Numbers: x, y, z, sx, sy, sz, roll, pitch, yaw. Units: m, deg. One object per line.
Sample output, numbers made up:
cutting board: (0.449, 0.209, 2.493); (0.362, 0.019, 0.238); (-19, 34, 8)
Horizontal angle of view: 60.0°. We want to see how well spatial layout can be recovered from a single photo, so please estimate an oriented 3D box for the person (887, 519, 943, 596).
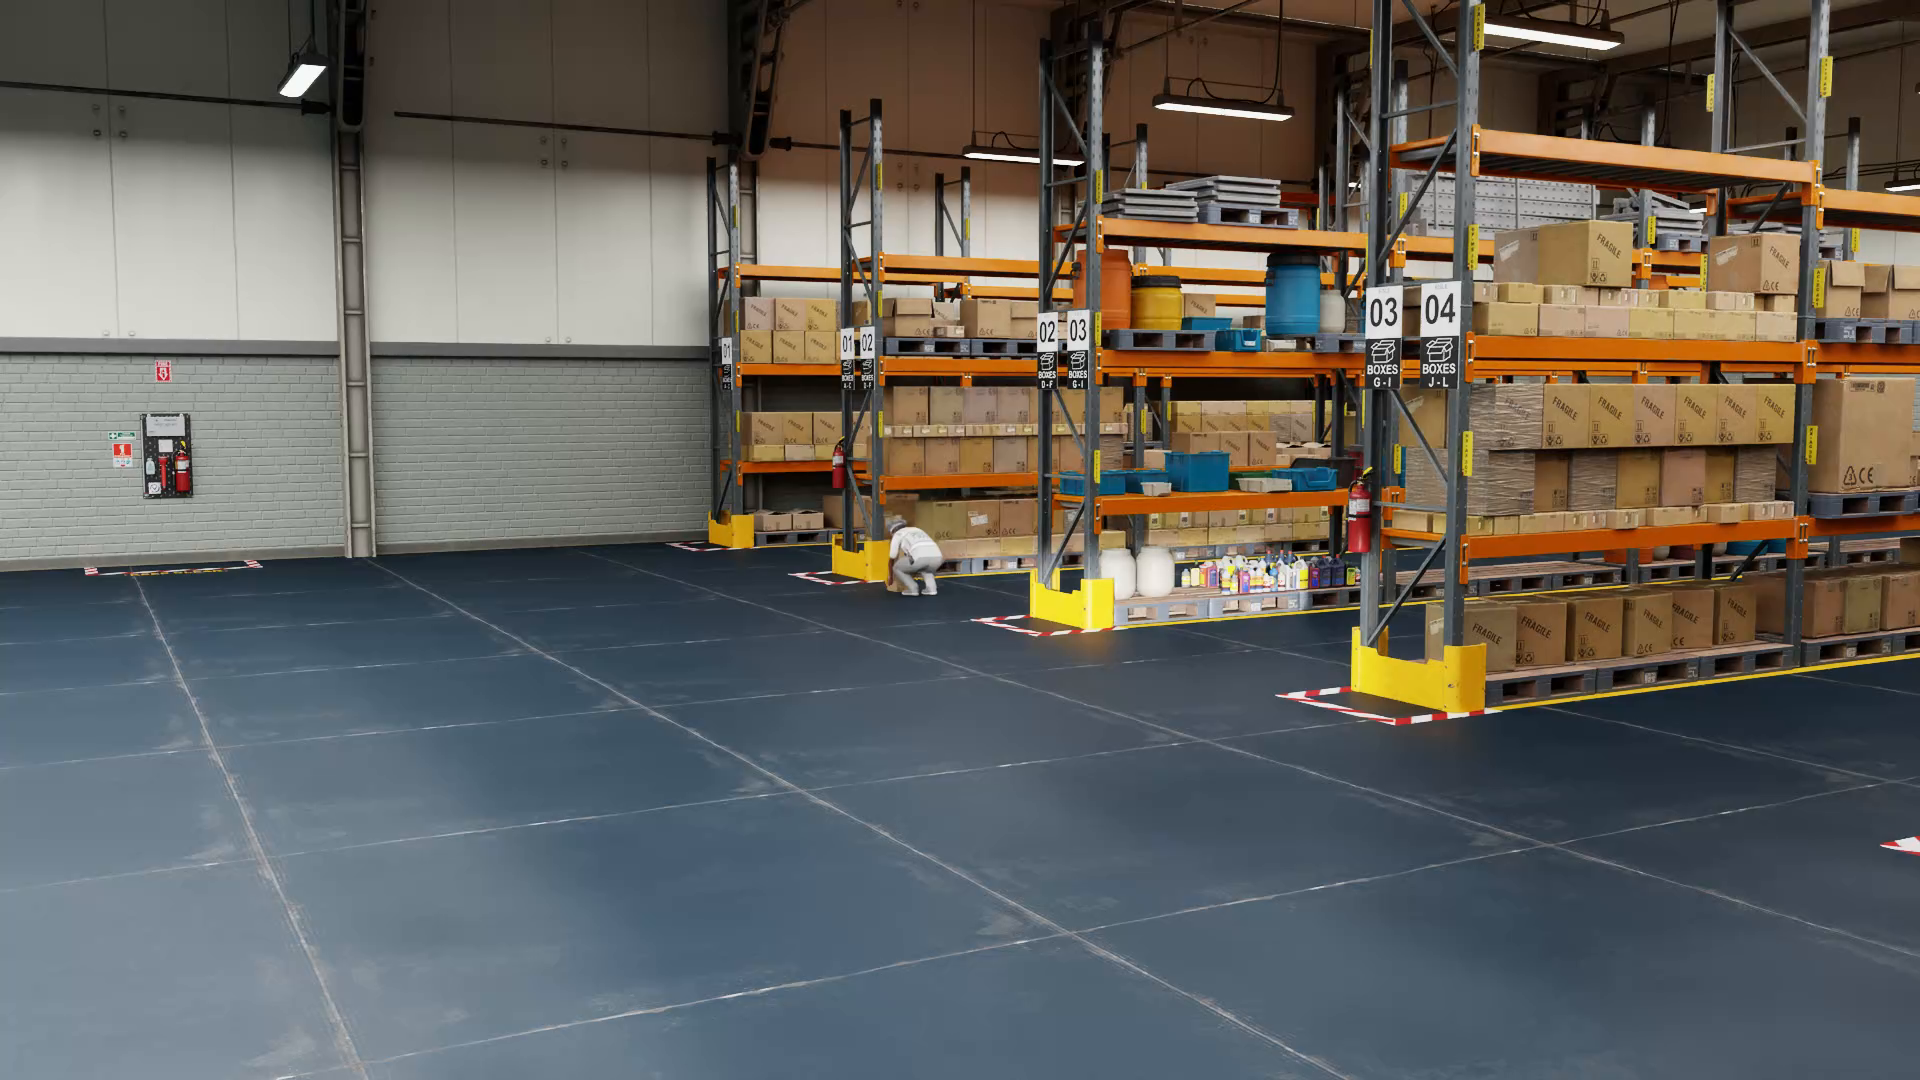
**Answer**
person: (-0.552, 0.207, 19.662); (0.481, 0.874, 0.867); (-3, 6, -29)
